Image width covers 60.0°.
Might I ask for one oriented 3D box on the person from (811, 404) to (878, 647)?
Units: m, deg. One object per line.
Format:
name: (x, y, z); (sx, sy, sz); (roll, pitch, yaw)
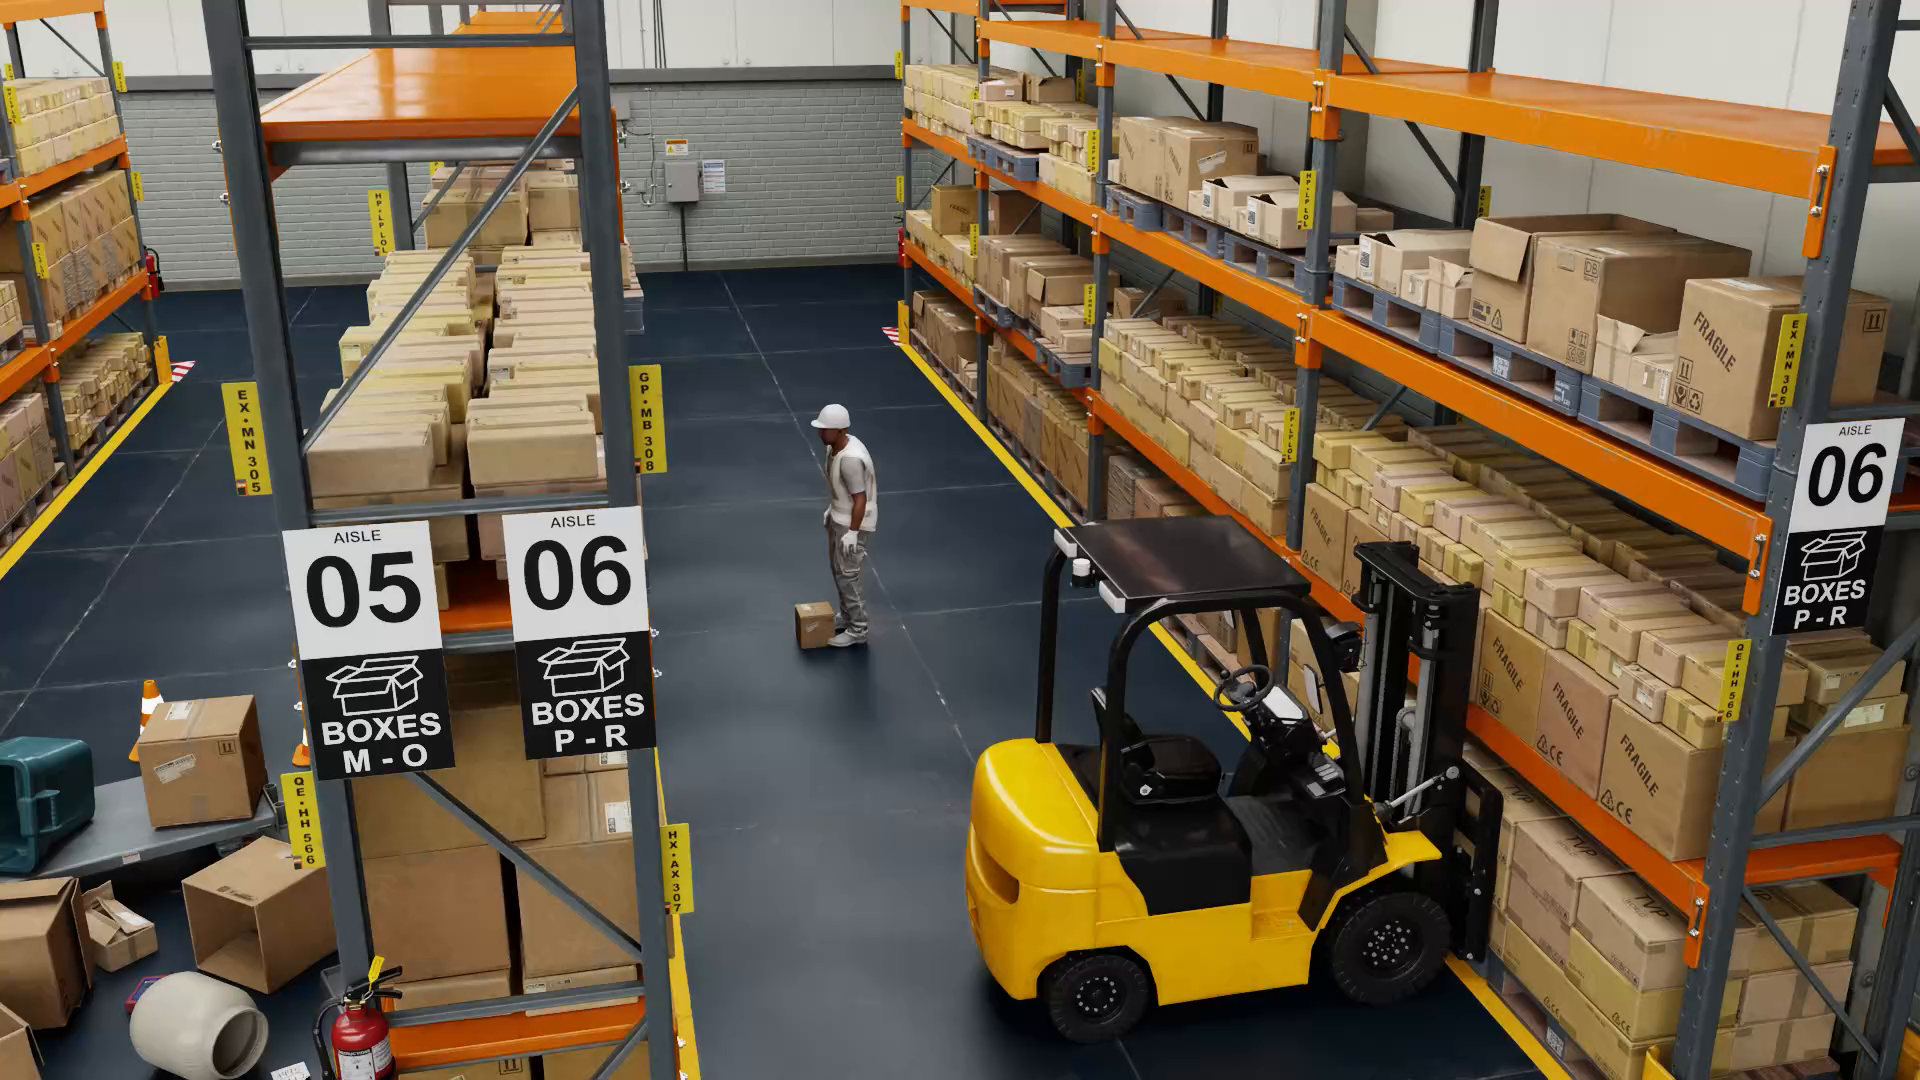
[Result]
person: (-0.825, -0.116, 11.881); (0.445, 1.775, 0.629); (-6, 20, -15)
